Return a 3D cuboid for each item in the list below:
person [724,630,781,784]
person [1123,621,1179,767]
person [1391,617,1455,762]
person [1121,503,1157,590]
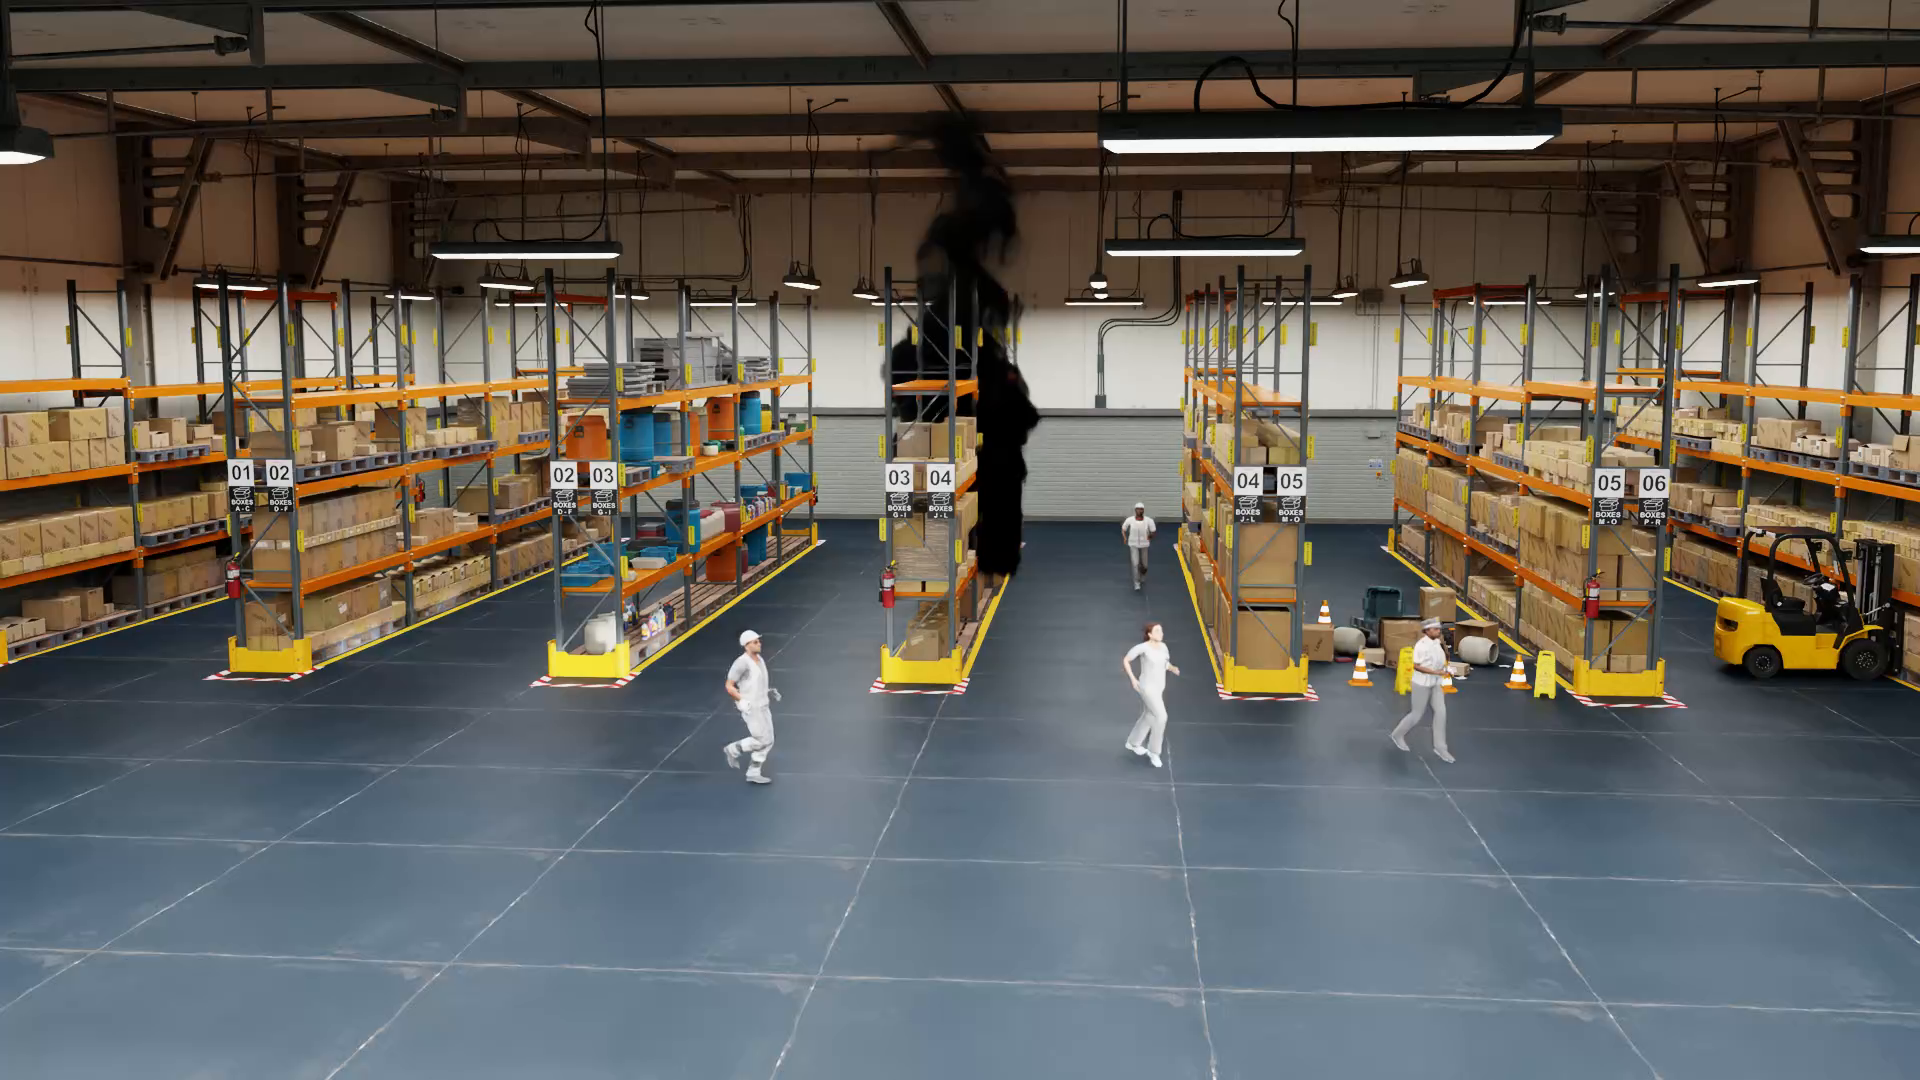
[{"bbox_3d":[-2.346,1.876,18.727,0.601,1.738,0.657,3,7,22],"label":"person"},{"bbox_3d":[2.264,1.803,19.695,0.747,1.721,0.553,7,10,44],"label":"person"},{"bbox_3d":[5.570,1.757,19.903,0.596,1.740,0.809,-6,9,-40],"label":"person"},{"bbox_3d":[3.567,0.116,33.206,0.711,1.732,0.795,0,7,3],"label":"person"}]
